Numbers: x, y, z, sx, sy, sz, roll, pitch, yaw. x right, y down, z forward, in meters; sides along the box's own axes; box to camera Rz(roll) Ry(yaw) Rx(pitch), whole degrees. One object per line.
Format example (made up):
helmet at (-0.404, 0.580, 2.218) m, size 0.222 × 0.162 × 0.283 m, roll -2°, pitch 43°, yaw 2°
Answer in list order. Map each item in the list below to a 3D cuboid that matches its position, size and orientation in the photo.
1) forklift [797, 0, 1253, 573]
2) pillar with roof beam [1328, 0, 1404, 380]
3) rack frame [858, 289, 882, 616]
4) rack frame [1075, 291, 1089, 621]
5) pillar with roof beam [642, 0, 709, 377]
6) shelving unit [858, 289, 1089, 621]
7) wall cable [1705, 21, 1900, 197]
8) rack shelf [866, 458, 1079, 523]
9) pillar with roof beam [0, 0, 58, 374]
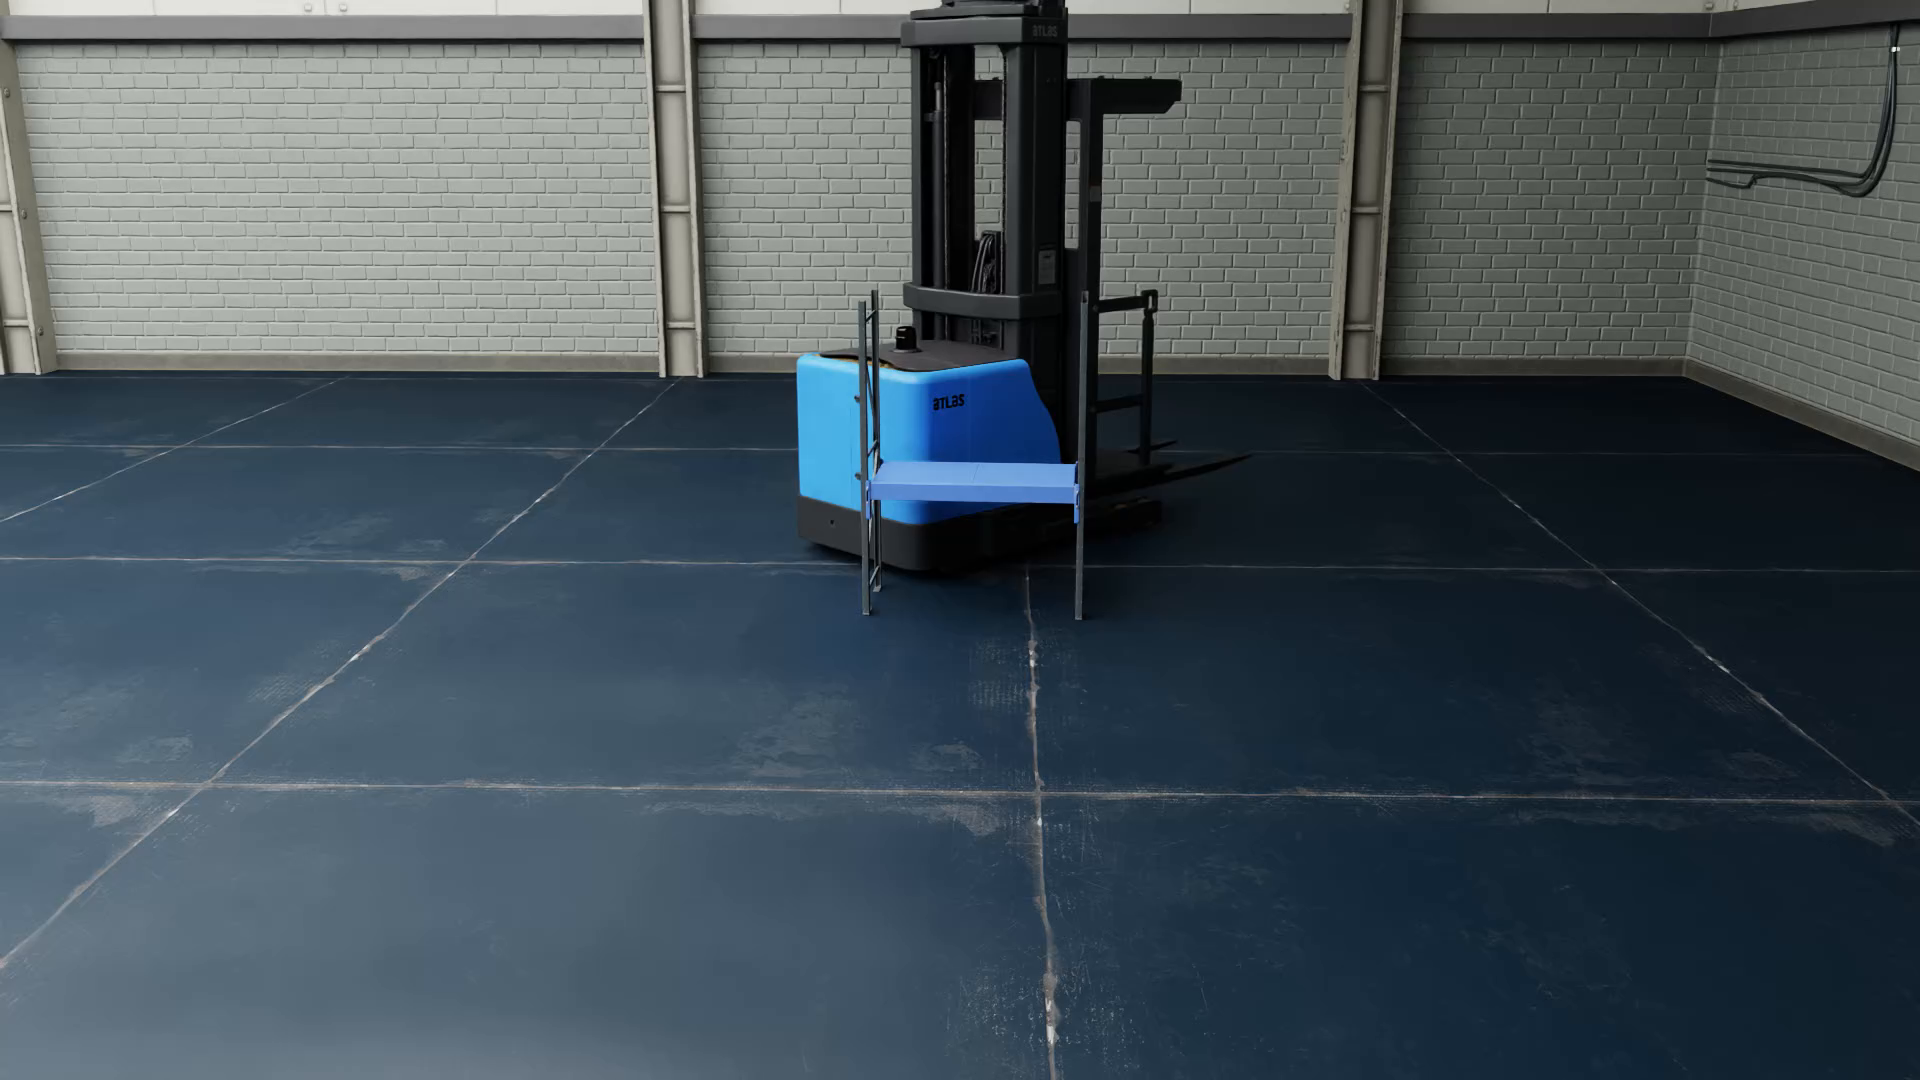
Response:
forklift at (0.527, -1.542, 9.440) m, size 3.031 × 2.935 × 1.130 m, roll -14°, pitch 20°, yaw -42°
pillar with roof beam at (3.405, -4.709, 9.549) m, size 0.400 × 9.000 × 9.100 m, roll 0°, pitch 15°, yaw 1°
rack frame at (-0.431, -0.427, 8.019) m, size 0.032 × 1.500 × 0.500 m, roll 1°, pitch 15°, yaw 4°
rack frame at (0.582, -0.407, 7.942) m, size 0.032 × 1.500 × 0.500 m, roll 1°, pitch 15°, yaw 4°
pillar with roof beam at (-2.594, -4.748, 9.697) m, size 0.400 × 9.000 × 9.100 m, roll 0°, pitch 15°, yaw 1°
shelving unit at (0.076, -0.417, 7.980) m, size 1.048 × 1.500 × 0.538 m, roll 1°, pitch 15°, yaw 4°
wall cable at (6.426, -3.949, 12.755) m, size 0.112 × 2.526 × 3.097 m, roll 0°, pitch 15°, yaw 1°
rack shelf at (0.076, -0.243, 8.026) m, size 1.000 × 0.185 × 0.538 m, roll 1°, pitch 15°, yaw 4°
pillar with roof beam at (-8.592, -4.787, 9.845) m, size 0.400 × 9.000 × 9.100 m, roll 0°, pitch 15°, yaw 1°
